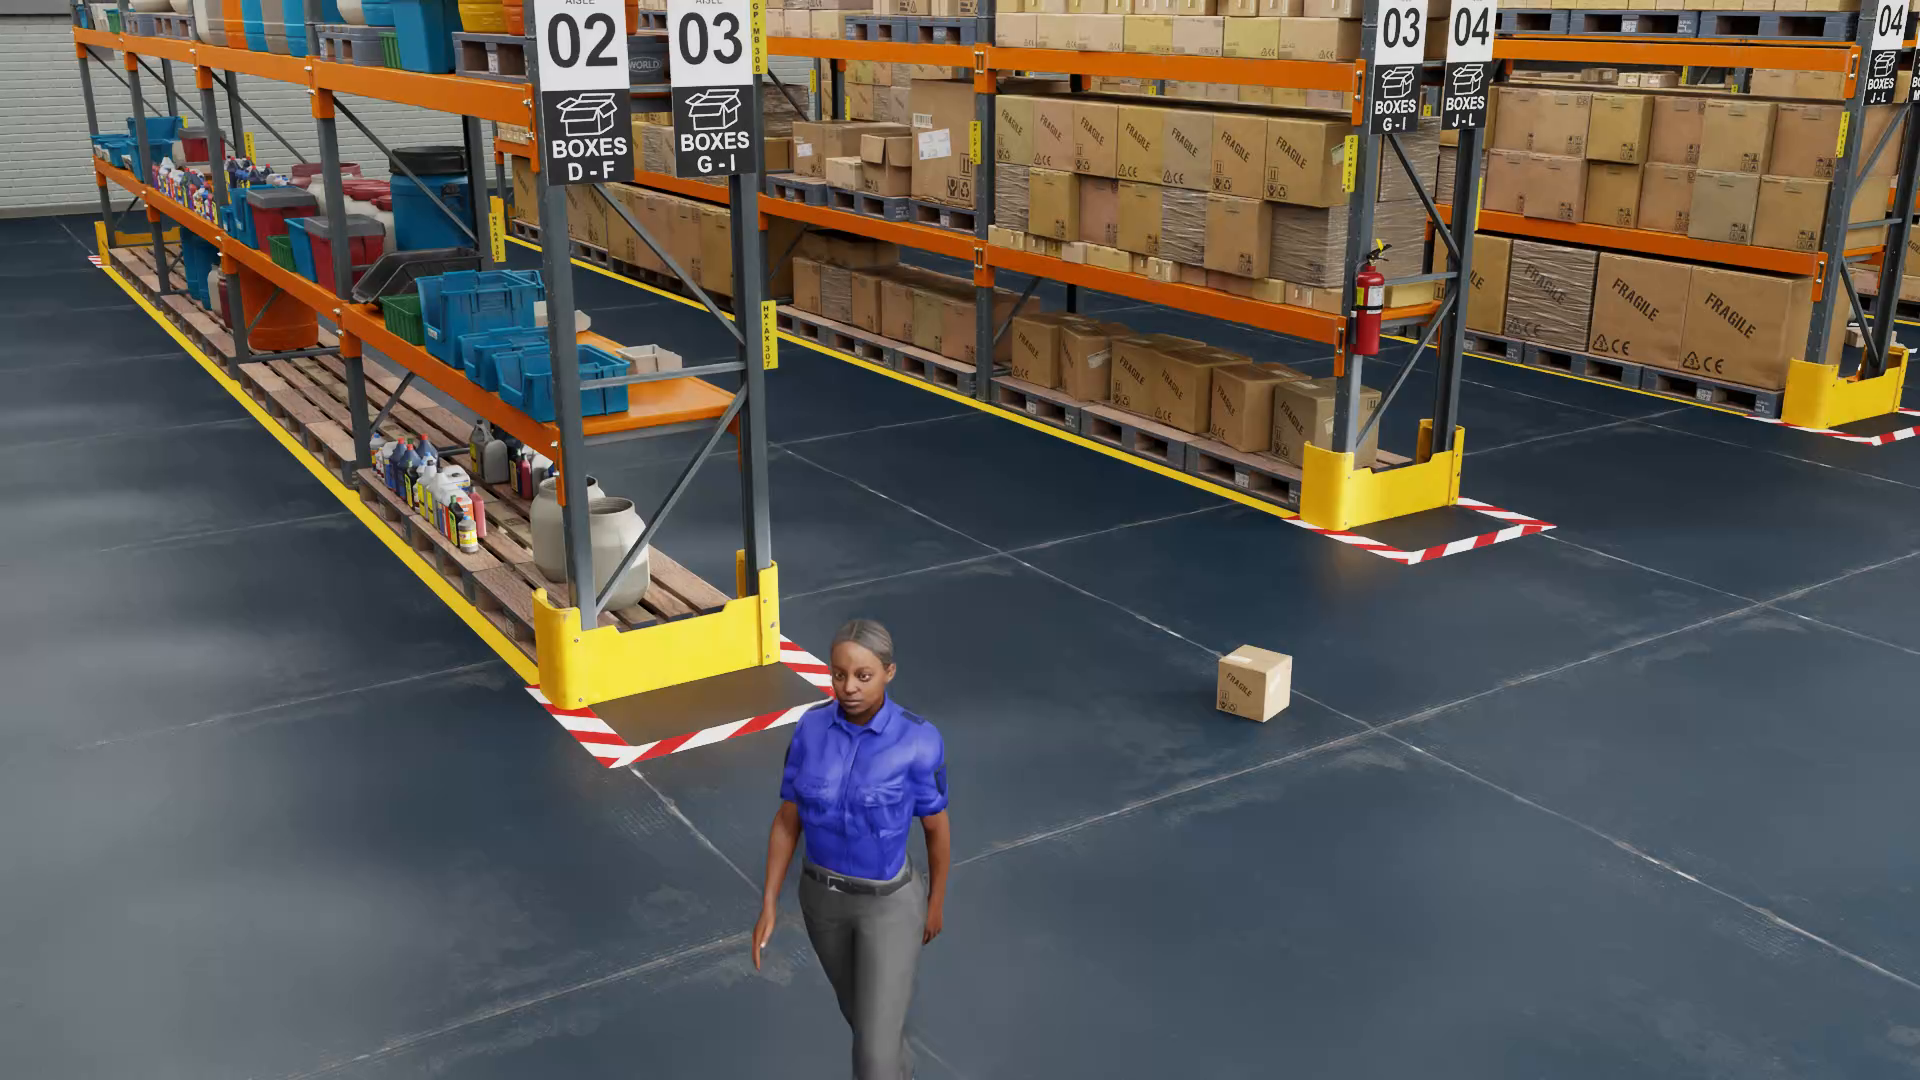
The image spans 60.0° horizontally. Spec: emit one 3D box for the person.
[{"bbox_3d":[-0.312,1.020,4.440,0.456,1.636,0.852,8,20,22],"label":"person"}]
